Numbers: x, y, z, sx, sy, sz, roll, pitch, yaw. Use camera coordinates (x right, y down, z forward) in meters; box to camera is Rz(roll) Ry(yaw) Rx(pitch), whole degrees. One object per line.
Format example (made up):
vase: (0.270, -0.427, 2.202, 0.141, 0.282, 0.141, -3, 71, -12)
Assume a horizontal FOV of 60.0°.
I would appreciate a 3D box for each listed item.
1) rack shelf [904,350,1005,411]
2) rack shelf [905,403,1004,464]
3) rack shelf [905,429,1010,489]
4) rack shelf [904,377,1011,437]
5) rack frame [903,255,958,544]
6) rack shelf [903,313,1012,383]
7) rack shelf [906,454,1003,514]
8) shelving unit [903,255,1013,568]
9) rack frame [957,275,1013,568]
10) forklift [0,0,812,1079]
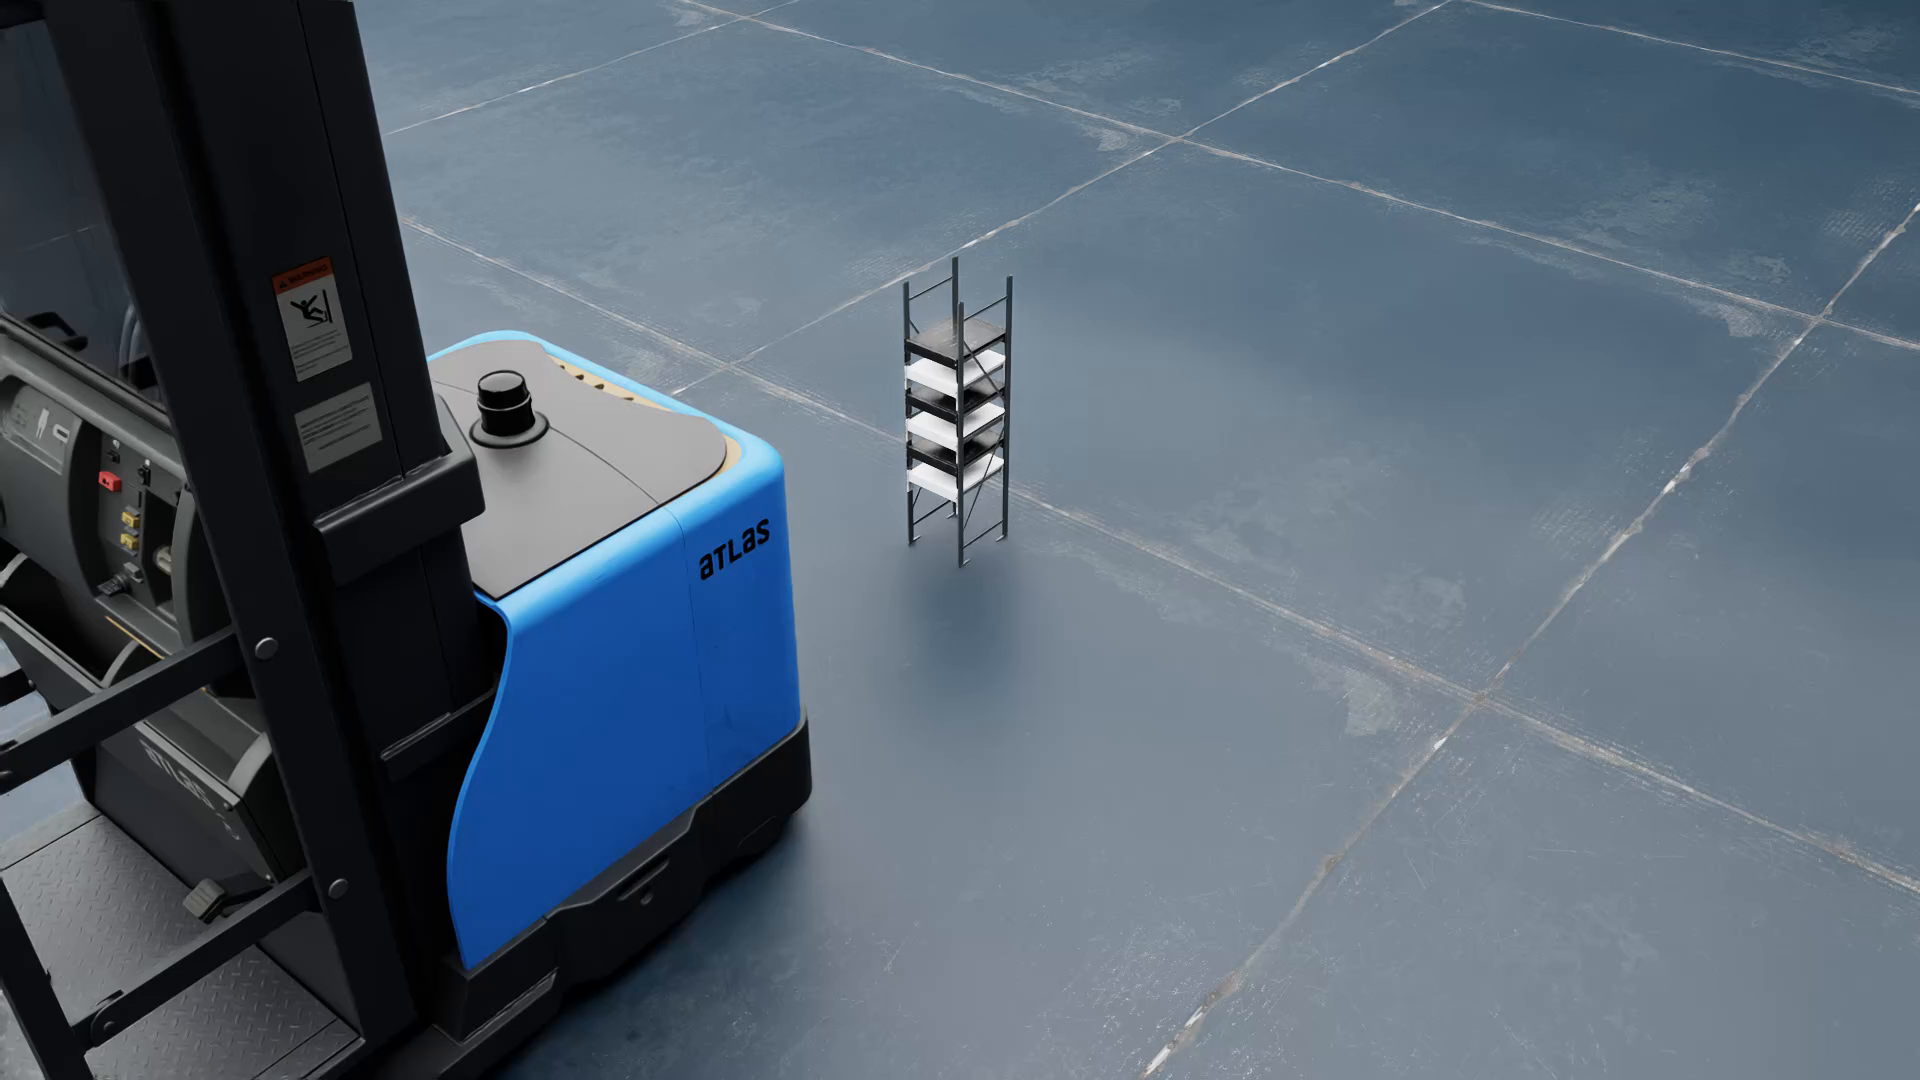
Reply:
rack shelf: (-0.006, -0.495, 4.917, 0.200, 0.077, 0.258, 25, 42, 32)
rack shelf: (-0.006, -0.346, 5.018, 0.200, 0.077, 0.258, 25, 42, 32)
rack shelf: (-0.006, -0.272, 5.069, 0.200, 0.077, 0.258, 25, 42, 32)
rack shelf: (-0.006, -0.421, 4.967, 0.200, 0.077, 0.258, 25, 42, 32)
rack frame: (-0.084, -0.411, 5.053, 0.006, 0.900, 0.240, 25, 42, 32)
rack shelf: (-0.006, -0.569, 4.866, 0.200, 0.077, 0.258, 25, 42, 32)
rack shelf: (-0.006, -0.198, 5.120, 0.200, 0.077, 0.258, 25, 42, 32)
shelving unit: (-0.006, -0.374, 5.000, 0.210, 0.900, 0.258, 25, 42, 32)
rack frame: (0.072, -0.337, 4.946, 0.006, 0.900, 0.240, 25, 42, 32)
forklift: (-1.691, -0.049, 2.733, 1.130, 2.935, 3.031, 25, 41, 31)
